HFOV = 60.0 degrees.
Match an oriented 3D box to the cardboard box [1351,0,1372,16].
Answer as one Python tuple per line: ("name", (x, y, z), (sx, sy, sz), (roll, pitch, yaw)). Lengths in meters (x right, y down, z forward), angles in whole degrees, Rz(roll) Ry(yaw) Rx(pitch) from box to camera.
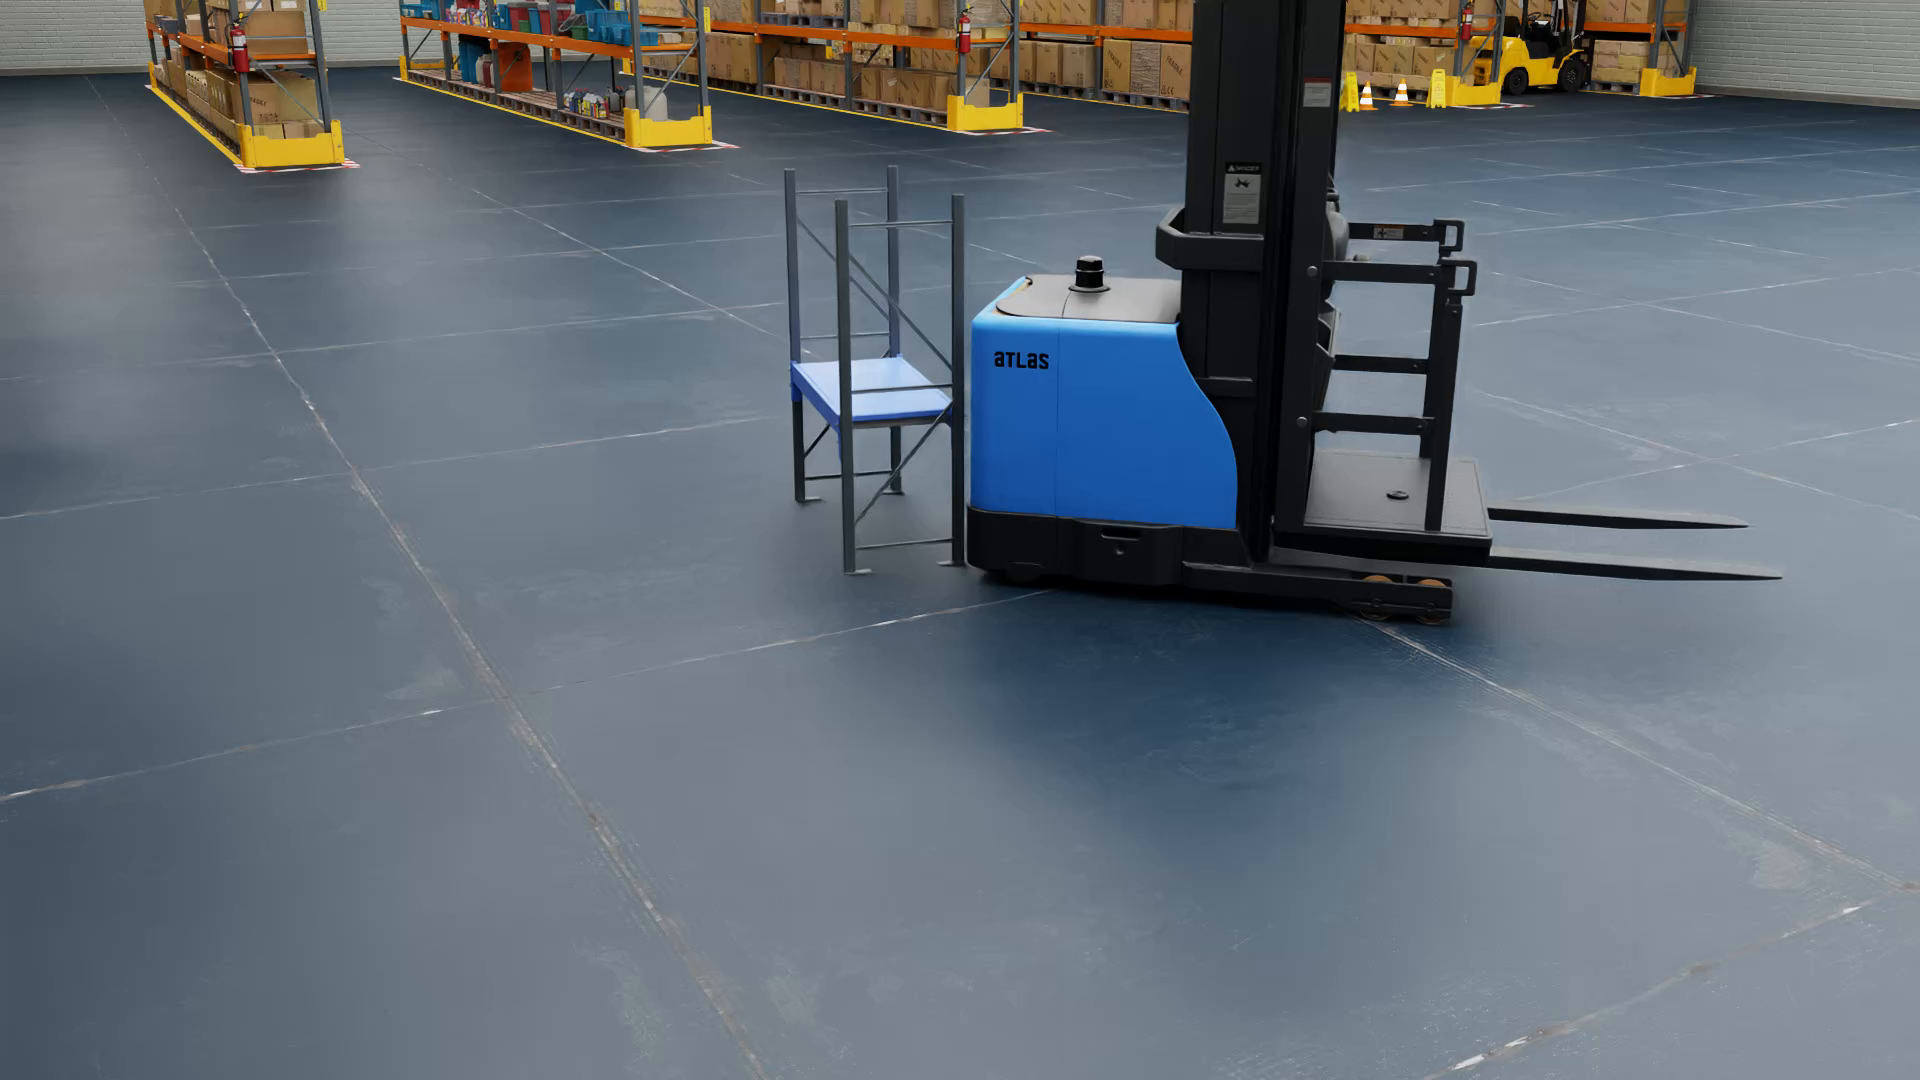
("cardboard box", (7.690, -10.058, 31.071), (0.500, 0.500, 0.500), (-10, 21, -27))

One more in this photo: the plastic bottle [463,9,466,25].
("plastic bottle", (-9.127, -9.670, 30.753), (0.097, 0.271, 0.097), (0, 19, 0))

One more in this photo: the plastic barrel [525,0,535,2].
("plastic barrel", (-7.252, -9.150, 28.841), (0.600, 0.536, 0.708), (-10, 21, -27))

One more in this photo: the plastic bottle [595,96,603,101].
("plastic bottle", (-5.412, -6.502, 24.877), (0.152, 0.276, 0.135), (-10, 21, -27))

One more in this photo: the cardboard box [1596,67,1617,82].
("cardboard box", (12.777, -9.077, 32.408), (0.500, 0.250, 0.500), (-10, 21, -27))

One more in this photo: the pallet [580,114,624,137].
("pallet", (-4.974, -6.156, 24.647), (1.003, 0.211, 1.213), (-10, 21, -27))

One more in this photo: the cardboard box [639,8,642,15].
("cardboard box", (-6.931, -11.742, 36.948), (0.380, 0.149, 0.250), (-10, 22, -27))

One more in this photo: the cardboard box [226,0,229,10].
("cardboard box", (-9.140, -6.840, 21.206), (0.380, 0.149, 0.250), (-9, 21, -25))

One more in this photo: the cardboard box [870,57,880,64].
("cardboard box", (-1.844, -11.035, 38.238), (0.380, 0.149, 0.250), (-10, 21, -27))

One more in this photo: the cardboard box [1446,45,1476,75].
("cardboard box", (8.988, -8.712, 30.202), (0.500, 0.500, 0.500), (-11, 22, -28))

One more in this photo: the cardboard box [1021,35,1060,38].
("cardboard box", (1.944, -12.584, 42.286), (0.875, 0.438, 0.875), (-11, 22, -28))

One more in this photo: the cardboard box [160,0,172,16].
("cardboard box", (-13.589, -9.442, 29.098), (0.700, 0.500, 0.500), (-6, 20, -18))

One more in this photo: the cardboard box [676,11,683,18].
("cardboard box", (-5.713, -11.006, 34.812), (0.380, 0.149, 0.250), (-10, 21, -26))

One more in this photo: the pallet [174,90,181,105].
("pallet", (-13.580, -8.008, 30.016), (1.003, 0.211, 1.213), (-10, 21, -27))

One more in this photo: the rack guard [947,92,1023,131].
("rack guard", (0.382, -6.483, 25.152), (1.175, 0.500, 0.348), (-10, 21, -27))

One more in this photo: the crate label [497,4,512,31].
("crate label", (-7.506, -8.862, 28.160), (0.502, 0.435, 0.616), (-10, 21, -27))

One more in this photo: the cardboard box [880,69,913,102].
("cardboard box", (-1.048, -7.524, 27.525), (0.500, 0.500, 0.500), (-3, 19, -9))

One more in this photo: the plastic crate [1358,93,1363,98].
("plastic crate", (7.264, -8.368, 31.260), (0.583, 0.080, 0.402), (16, 25, 39))

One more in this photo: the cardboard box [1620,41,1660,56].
("cardboard box", (13.013, -9.403, 31.821), (0.500, 0.250, 0.500), (-9, 21, -25))

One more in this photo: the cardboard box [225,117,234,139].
("cardboard box", (-9.303, -5.401, 21.757), (0.500, 0.250, 0.500), (-10, 21, -27))

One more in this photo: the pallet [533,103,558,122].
("pallet", (-6.247, -6.925, 26.877), (1.003, 0.211, 1.213), (-10, 21, -27))

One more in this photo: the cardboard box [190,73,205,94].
("cardboard box", (-11.613, -7.078, 25.756), (0.500, 0.311, 0.500), (-11, 22, -28))

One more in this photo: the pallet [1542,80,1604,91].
("pallet", (12.531, -9.192, 33.447), (1.003, 0.211, 1.213), (-10, 21, -27))

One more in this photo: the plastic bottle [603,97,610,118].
("plastic bottle", (-5.201, -6.352, 24.431), (0.061, 0.283, 0.133), (-10, 21, -27))

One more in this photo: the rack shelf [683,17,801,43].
("rack shelf", (-4.330, -10.173, 33.118), (1.077, 0.370, 4.000), (-10, 21, -27))

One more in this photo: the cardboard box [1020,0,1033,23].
("cardboard box", (1.491, -10.265, 32.127), (0.500, 0.500, 0.500), (-10, 21, -27))

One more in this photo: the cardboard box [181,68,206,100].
("cardboard box", (-12.751, -7.664, 27.902), (0.500, 0.500, 0.500), (-9, 21, -25))

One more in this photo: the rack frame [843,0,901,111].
("rack frame", (-1.481, -8.791, 28.009), (1.000, 3.000, 0.127), (-10, 21, -27))

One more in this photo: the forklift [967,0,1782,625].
("forklift", (1.601, -1.260, 6.289), (3.031, 2.935, 1.130), (4, 20, 13))

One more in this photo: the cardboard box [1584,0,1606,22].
("cardboard box", (12.560, -10.393, 32.498), (0.500, 0.500, 0.500), (-10, 22, -28))

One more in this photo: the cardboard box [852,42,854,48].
("cardboard box", (-2.382, -11.693, 39.234), (0.380, 0.149, 0.250), (-11, 22, -29))

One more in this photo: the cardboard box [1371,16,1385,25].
("cardboard box", (7.851, -9.630, 30.827), (0.380, 0.149, 0.250), (-10, 21, -27))

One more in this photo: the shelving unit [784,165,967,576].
("shelving unit", (-0.371, -0.752, 7.010), (0.538, 1.500, 1.048), (-6, 20, -16))

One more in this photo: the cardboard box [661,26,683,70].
("cardboard box", (-5.950, -10.742, 36.276), (0.875, 0.875, 0.875), (-10, 21, -27))

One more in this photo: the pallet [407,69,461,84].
("pallet", (-11.181, -9.908, 35.520), (1.003, 0.211, 1.213), (-10, 21, -27))

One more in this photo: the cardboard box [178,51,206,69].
("cardboard box", (-12.782, -8.034, 27.825), (0.500, 0.250, 0.500), (-9, 21, -25))

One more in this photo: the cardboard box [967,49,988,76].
("cardboard box", (0.490, -9.844, 34.249), (0.500, 0.500, 0.500), (-10, 21, -27))

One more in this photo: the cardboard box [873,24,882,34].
("cardboard box", (-1.184, -8.274, 26.897), (0.380, 0.149, 0.250), (-10, 21, -27))

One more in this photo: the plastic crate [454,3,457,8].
("plastic crate", (-10.202, -10.760, 33.804), (0.437, 0.282, 0.530), (-10, 21, -27))

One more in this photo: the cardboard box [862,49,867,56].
("cardboard box", (-2.068, -11.409, 38.867), (0.380, 0.149, 0.250), (-9, 21, -24))

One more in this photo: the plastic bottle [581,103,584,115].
("plastic bottle", (-5.618, -6.474, 24.910), (0.097, 0.201, 0.097), (0, 19, 0))

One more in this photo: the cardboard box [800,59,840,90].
("cardboard box", (-2.495, -8.457, 30.200), (0.700, 0.500, 0.500), (-8, 21, -22))

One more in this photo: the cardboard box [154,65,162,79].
("cardboard box", (-15.653, -9.267, 32.930), (0.500, 0.250, 0.500), (-10, 21, -27))

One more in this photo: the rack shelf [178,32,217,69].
("rack shelf", (-11.151, -7.492, 25.347), (1.077, 0.370, 4.000), (-10, 21, -27))

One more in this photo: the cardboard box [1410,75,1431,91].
("cardboard box", (8.508, -8.274, 30.082), (0.500, 0.250, 0.500), (-10, 21, -27))

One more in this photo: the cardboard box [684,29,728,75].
("cardboard box", (-4.958, -10.101, 34.419), (1.225, 0.875, 0.875), (-10, 21, -26))

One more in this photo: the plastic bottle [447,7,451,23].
("plastic bottle", (-9.777, -10.056, 31.853), (0.061, 0.283, 0.133), (-10, 21, -27))

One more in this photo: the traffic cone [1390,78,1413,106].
("traffic cone", (7.800, -7.902, 29.322), (0.336, 0.463, 0.334), (-10, 21, -27))

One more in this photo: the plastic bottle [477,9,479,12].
("plastic bottle", (-8.811, -9.570, 30.447), (0.061, 0.283, 0.133), (-10, 21, -27))

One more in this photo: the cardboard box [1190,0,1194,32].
("cardboard box", (4.335, -8.707, 27.536), (0.875, 0.550, 0.550), (-10, 21, -27))

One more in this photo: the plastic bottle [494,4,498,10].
("plastic bottle", (-8.827, -10.031, 31.678), (0.144, 0.351, 0.185), (-10, 21, -27))

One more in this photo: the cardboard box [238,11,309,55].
("cardboard box", (-8.512, -6.293, 20.616), (0.700, 0.500, 0.500), (-10, 21, -27))

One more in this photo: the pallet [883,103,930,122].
("pallet", (-0.548, -6.935, 26.905), (1.003, 0.211, 1.213), (-10, 21, -27))

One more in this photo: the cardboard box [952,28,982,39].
("cardboard box", (0.101, -7.574, 24.867), (0.380, 0.149, 0.250), (-10, 21, -27))

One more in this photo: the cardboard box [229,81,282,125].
("cardboard box", (-8.818, -5.470, 20.808), (0.500, 0.500, 0.500), (-10, 21, -27))
